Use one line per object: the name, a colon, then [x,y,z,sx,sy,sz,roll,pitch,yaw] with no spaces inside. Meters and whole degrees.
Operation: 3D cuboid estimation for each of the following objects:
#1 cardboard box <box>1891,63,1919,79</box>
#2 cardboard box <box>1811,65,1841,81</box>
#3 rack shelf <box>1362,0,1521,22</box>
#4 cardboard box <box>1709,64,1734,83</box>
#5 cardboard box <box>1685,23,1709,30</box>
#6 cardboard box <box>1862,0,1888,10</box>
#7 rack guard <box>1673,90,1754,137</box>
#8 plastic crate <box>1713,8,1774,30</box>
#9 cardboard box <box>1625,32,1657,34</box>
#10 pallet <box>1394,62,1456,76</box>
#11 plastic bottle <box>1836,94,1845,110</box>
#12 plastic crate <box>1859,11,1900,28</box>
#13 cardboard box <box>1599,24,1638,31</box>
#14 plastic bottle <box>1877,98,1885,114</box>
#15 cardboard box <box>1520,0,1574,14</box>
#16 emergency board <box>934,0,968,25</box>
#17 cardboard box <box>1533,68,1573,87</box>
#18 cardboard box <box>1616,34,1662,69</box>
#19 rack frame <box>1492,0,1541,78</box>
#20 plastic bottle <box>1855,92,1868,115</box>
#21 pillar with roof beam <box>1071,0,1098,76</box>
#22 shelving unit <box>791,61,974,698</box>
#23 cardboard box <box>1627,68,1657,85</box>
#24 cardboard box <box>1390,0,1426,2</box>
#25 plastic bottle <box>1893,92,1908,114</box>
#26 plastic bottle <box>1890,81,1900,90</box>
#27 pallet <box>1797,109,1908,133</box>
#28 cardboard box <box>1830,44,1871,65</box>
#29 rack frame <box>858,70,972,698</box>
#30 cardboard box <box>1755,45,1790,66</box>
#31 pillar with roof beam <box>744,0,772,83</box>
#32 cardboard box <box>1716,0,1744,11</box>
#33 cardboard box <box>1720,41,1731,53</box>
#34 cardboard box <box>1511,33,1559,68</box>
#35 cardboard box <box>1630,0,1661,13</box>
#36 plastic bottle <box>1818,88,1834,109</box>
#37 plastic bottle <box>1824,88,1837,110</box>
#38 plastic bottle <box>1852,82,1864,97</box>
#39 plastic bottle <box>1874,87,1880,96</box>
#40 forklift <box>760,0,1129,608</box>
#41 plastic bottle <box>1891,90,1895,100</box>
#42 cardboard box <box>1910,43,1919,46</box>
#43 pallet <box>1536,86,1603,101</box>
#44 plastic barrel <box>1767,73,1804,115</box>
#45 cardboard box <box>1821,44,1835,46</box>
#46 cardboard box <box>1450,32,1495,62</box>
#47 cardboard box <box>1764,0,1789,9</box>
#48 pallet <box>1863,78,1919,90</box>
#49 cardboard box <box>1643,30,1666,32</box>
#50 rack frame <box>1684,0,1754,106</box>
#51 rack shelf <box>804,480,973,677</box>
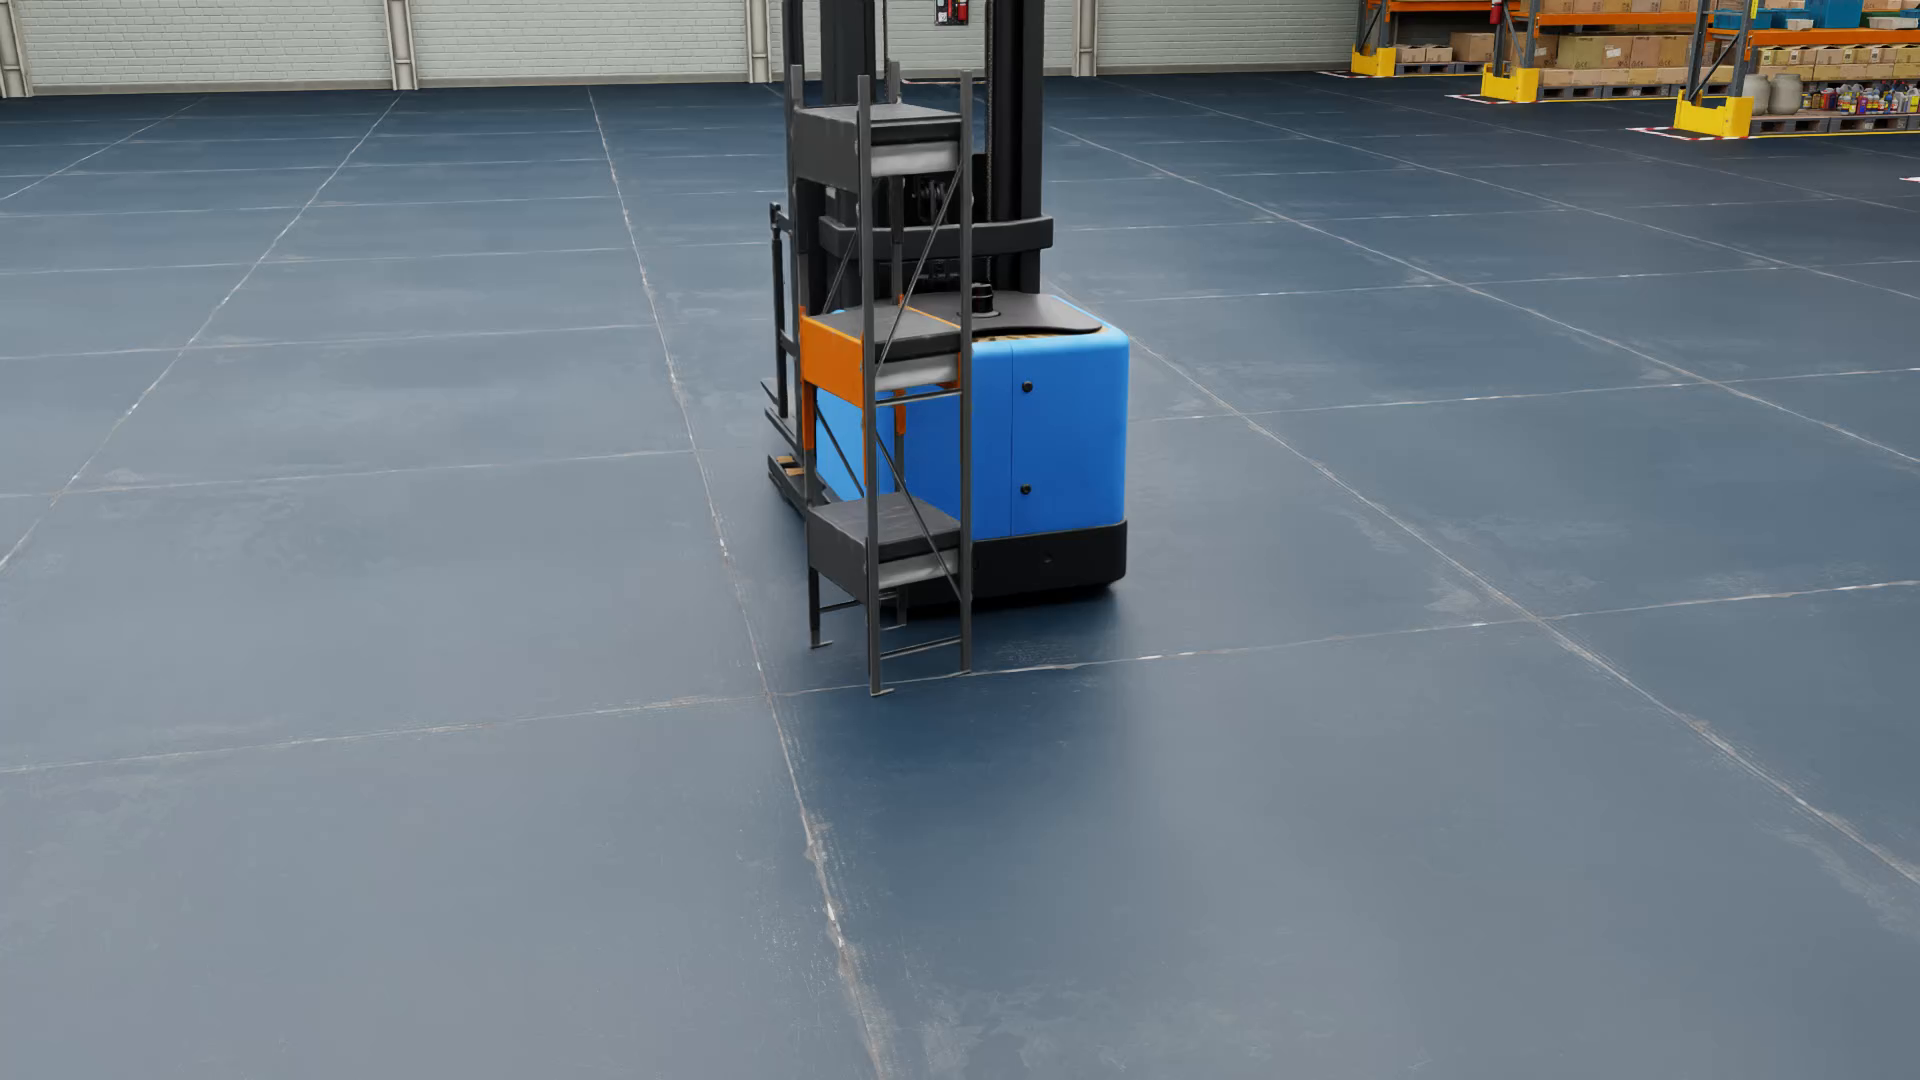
cardboard box: [15.619,-7.853,27.779,0.500,0.250,0.500,-5,21,-13]
cardboard box: [14.134,-7.733,27.450,0.500,0.250,0.500,-5,21,-14]
rack shelf: [9.593,-9.957,31.183,4.000,0.370,1.077,-5,21,-12]
cardboard box: [12.282,-7.592,27.066,0.500,0.250,0.500,-5,21,-12]
cardboard box: [14.175,-10.057,32.311,0.500,0.250,0.500,-4,21,-11]
cardboard box: [14.947,-9.021,27.435,0.500,0.500,0.500,-6,21,-15]
rack guard: [9.990,-5.669,22.063,0.348,0.500,1.175,-5,21,-12]
plastic crate: [10.345,-6.891,21.981,0.616,0.251,0.499,-5,21,-12]
cardboard box: [11.187,-8.043,27.207,0.500,0.500,0.500,-5,21,-12]
pallet: [8.520,-8.886,31.266,1.213,0.211,1.003,-5,21,-12]
plastic bottle: [12.047,-5.987,22.726,0.097,0.201,0.097,0,20,0]
plastic crate: [12.433,-7.025,22.439,0.662,0.188,0.450,-5,21,-12]
cardboard box: [12.680,-9.938,31.989,0.500,0.250,0.500,-5,21,-14]
plastic bottle: [12.290,-5.795,22.203,0.097,0.201,0.097,0,20,0]
cardboard box: [9.248,-8.559,26.173,0.500,0.500,0.700,-5,21,-12]
emergency board: [-0.123,-9.824,29.773,0.643,1.169,0.194,-5,21,-12]
cardboard box: [9.364,-7.353,26.414,0.500,0.250,0.500,-5,21,-12]
cardboard box: [10.824,-7.823,26.607,0.500,0.500,0.500,-5,21,-12]
rack frame: [8.791,-8.479,26.101,0.127,3.000,1.000,-5,21,-12]
plastic bottle: [11.987,-5.803,22.104,0.133,0.283,0.061,-4,21,-12]
pillar with roof beam: [3.281,-11.383,25.306,0.400,9.000,9.100,-5,21,-12]
shelving unit: [-0.260,-0.543,5.743,0.431,2.100,0.503,-11,23,-28]
cardboard box: [10.824,-7.471,26.737,0.500,0.250,0.500,-5,21,-12]
cardboard box: [8.195,-10.008,30.464,0.500,0.250,0.500,-5,21,-14]
plastic bottle: [12.599,-5.865,22.286,0.135,0.276,0.152,-4,21,-11]
plastic bottle: [12.938,-6.175,23.023,0.185,0.351,0.144,-4,21,-11]
pallet: [11.967,-5.691,22.544,1.213,0.211,1.003,-5,21,-12]
cardboard box: [14.638,-8.037,27.464,0.500,0.311,0.500,-4,21,-11]
rack frame: [-0.137,-0.470,5.545,0.400,2.100,0.015,-11,23,-28]
cardboard box: [13.143,-7.914,27.131,0.500,0.311,0.500,-5,21,-12]
pillar with roof beam: [-2.558,-10.908,24.010,0.400,9.000,9.100,-5,21,-12]
cardboard box: [12.253,-8.805,26.846,0.500,0.500,0.700,-5,21,-14]
cardboard box: [14.744,-9.729,32.506,0.500,0.500,0.700,-4,21,-12]
cardboard box: [9.244,-7.879,26.760,0.500,0.500,0.500,-5,21,-12]
cardboard box: [10.754,-8.682,26.510,0.500,0.500,0.700,-4,21,-11]
plastic bottle: [11.865,-6.051,22.793,0.135,0.276,0.152,-4,21,-12]
plastic bottle: [11.890,-6.019,22.695,0.133,0.283,0.061,-5,21,-12]
plastic bottle: [12.341,-6.127,22.890,0.185,0.351,0.144,-5,21,-13]
plastic bottle: [12.620,-6.099,22.930,0.097,0.271,0.097,0,20,0]
forklift: [-0.281,-1.588,7.388,1.130,2.935,3.031,-7,21,-17]
plastic bottle: [12.574,-5.904,22.381,0.133,0.283,0.061,-5,21,-12]
cardboard box: [16.123,-8.158,27.795,0.500,0.311,0.500,-4,21,-11]
pallet: [9.525,-7.244,26.784,1.213,0.211,1.003,-5,21,-12]
plastic barrel: [11.037,-5.967,22.250,0.421,0.512,0.421,0,20,0]
cardboard box: [14.492,-8.214,27.948,0.500,0.311,0.500,-5,21,-13]
cardboard box: [9.621,-9.281,31.284,0.500,0.500,0.700,-6,21,-16]
cardboard box: [13.152,-8.779,27.137,0.500,0.250,0.500,-3,20,-9]
pallet: [15.766,-7.751,28.167,1.213,0.211,1.003,-5,21,-12]
cardboard box: [13.249,-9.635,32.250,0.500,0.500,0.700,-4,21,-12]
rack frame: [9.927,-6.821,21.574,0.127,3.000,1.000,-5,21,-12]
rack shelf: [-0.260,0.127,5.989,0.431,0.518,0.480,-11,23,-28]
